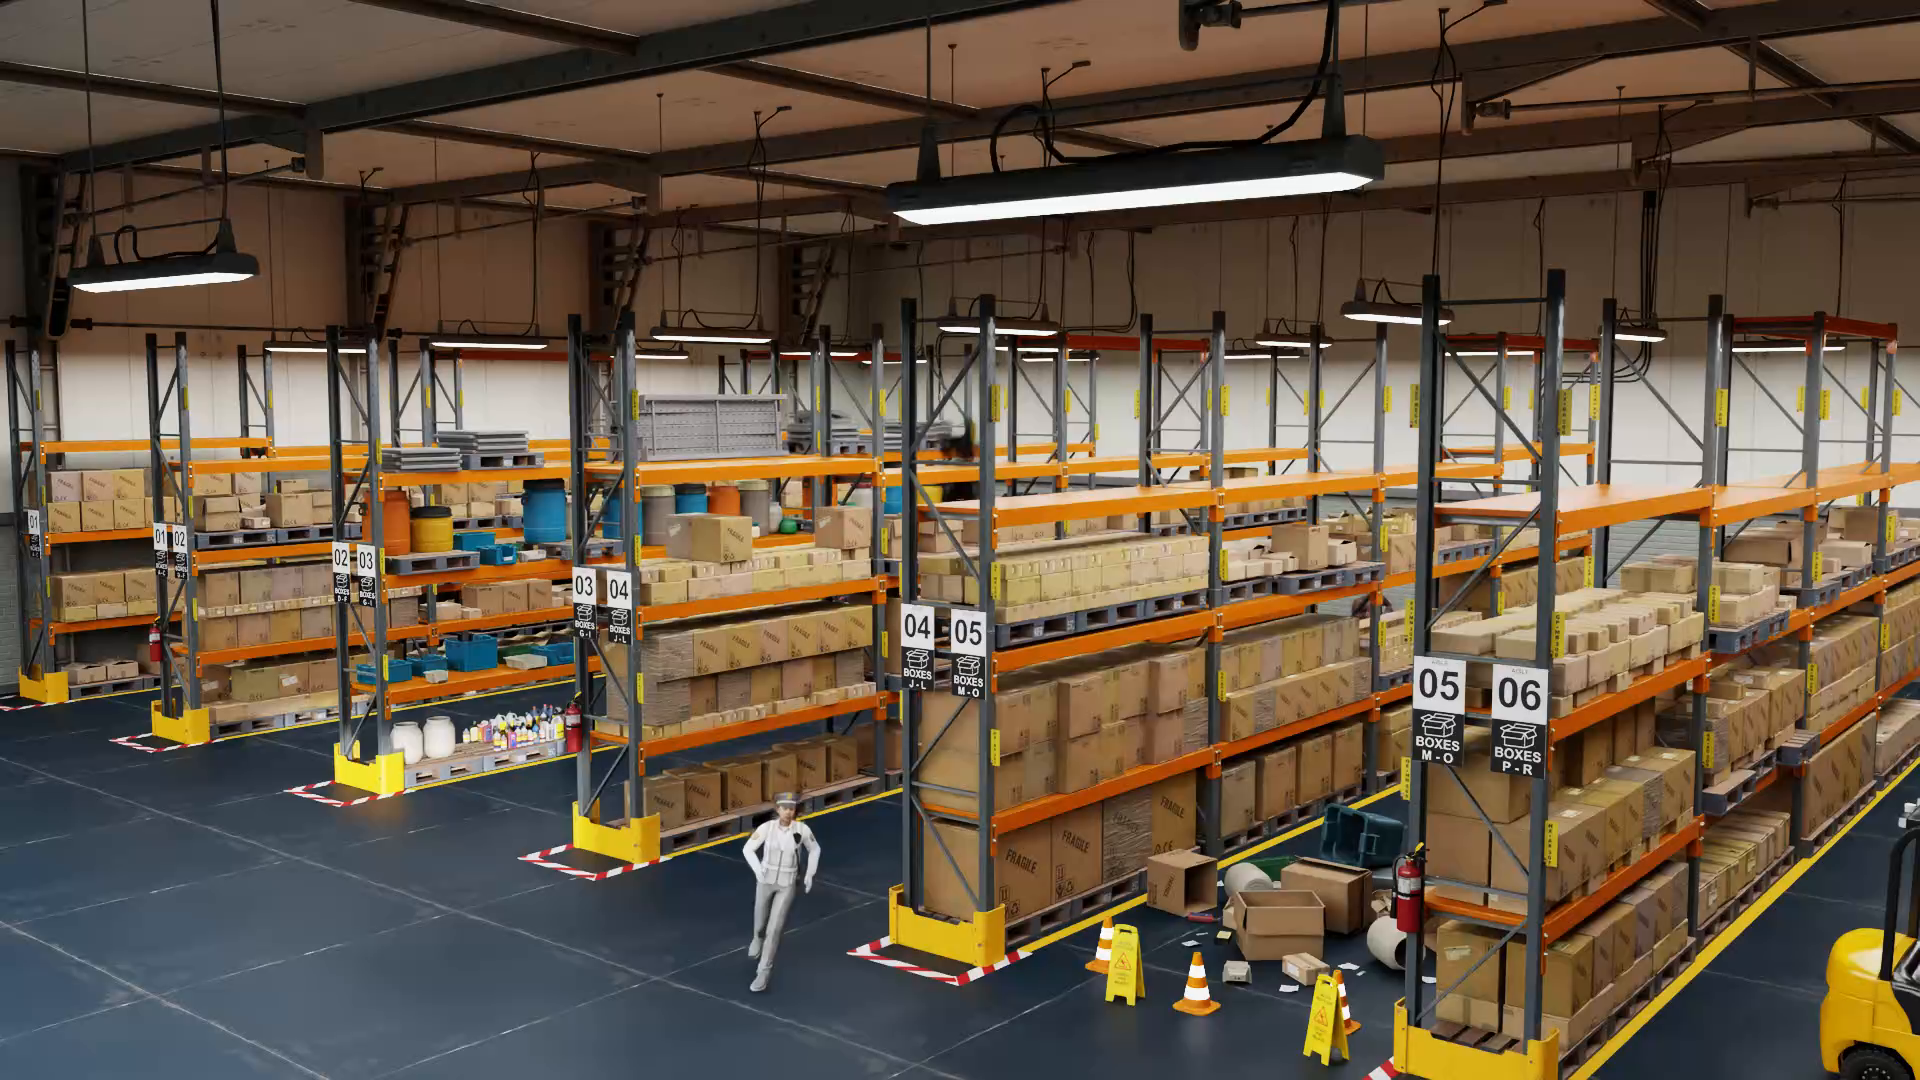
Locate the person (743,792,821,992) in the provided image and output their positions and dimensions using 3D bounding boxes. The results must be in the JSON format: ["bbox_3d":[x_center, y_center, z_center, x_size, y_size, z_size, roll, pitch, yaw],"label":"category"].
[{"bbox_3d":[-1.571,3.018,14.606,0.674,1.653,0.901,0,5,0],"label":"person"}]

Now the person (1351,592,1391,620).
[{"bbox_3d":[7.371,1.629,29.657,0.767,1.785,0.780,1,5,16],"label":"person"}]
